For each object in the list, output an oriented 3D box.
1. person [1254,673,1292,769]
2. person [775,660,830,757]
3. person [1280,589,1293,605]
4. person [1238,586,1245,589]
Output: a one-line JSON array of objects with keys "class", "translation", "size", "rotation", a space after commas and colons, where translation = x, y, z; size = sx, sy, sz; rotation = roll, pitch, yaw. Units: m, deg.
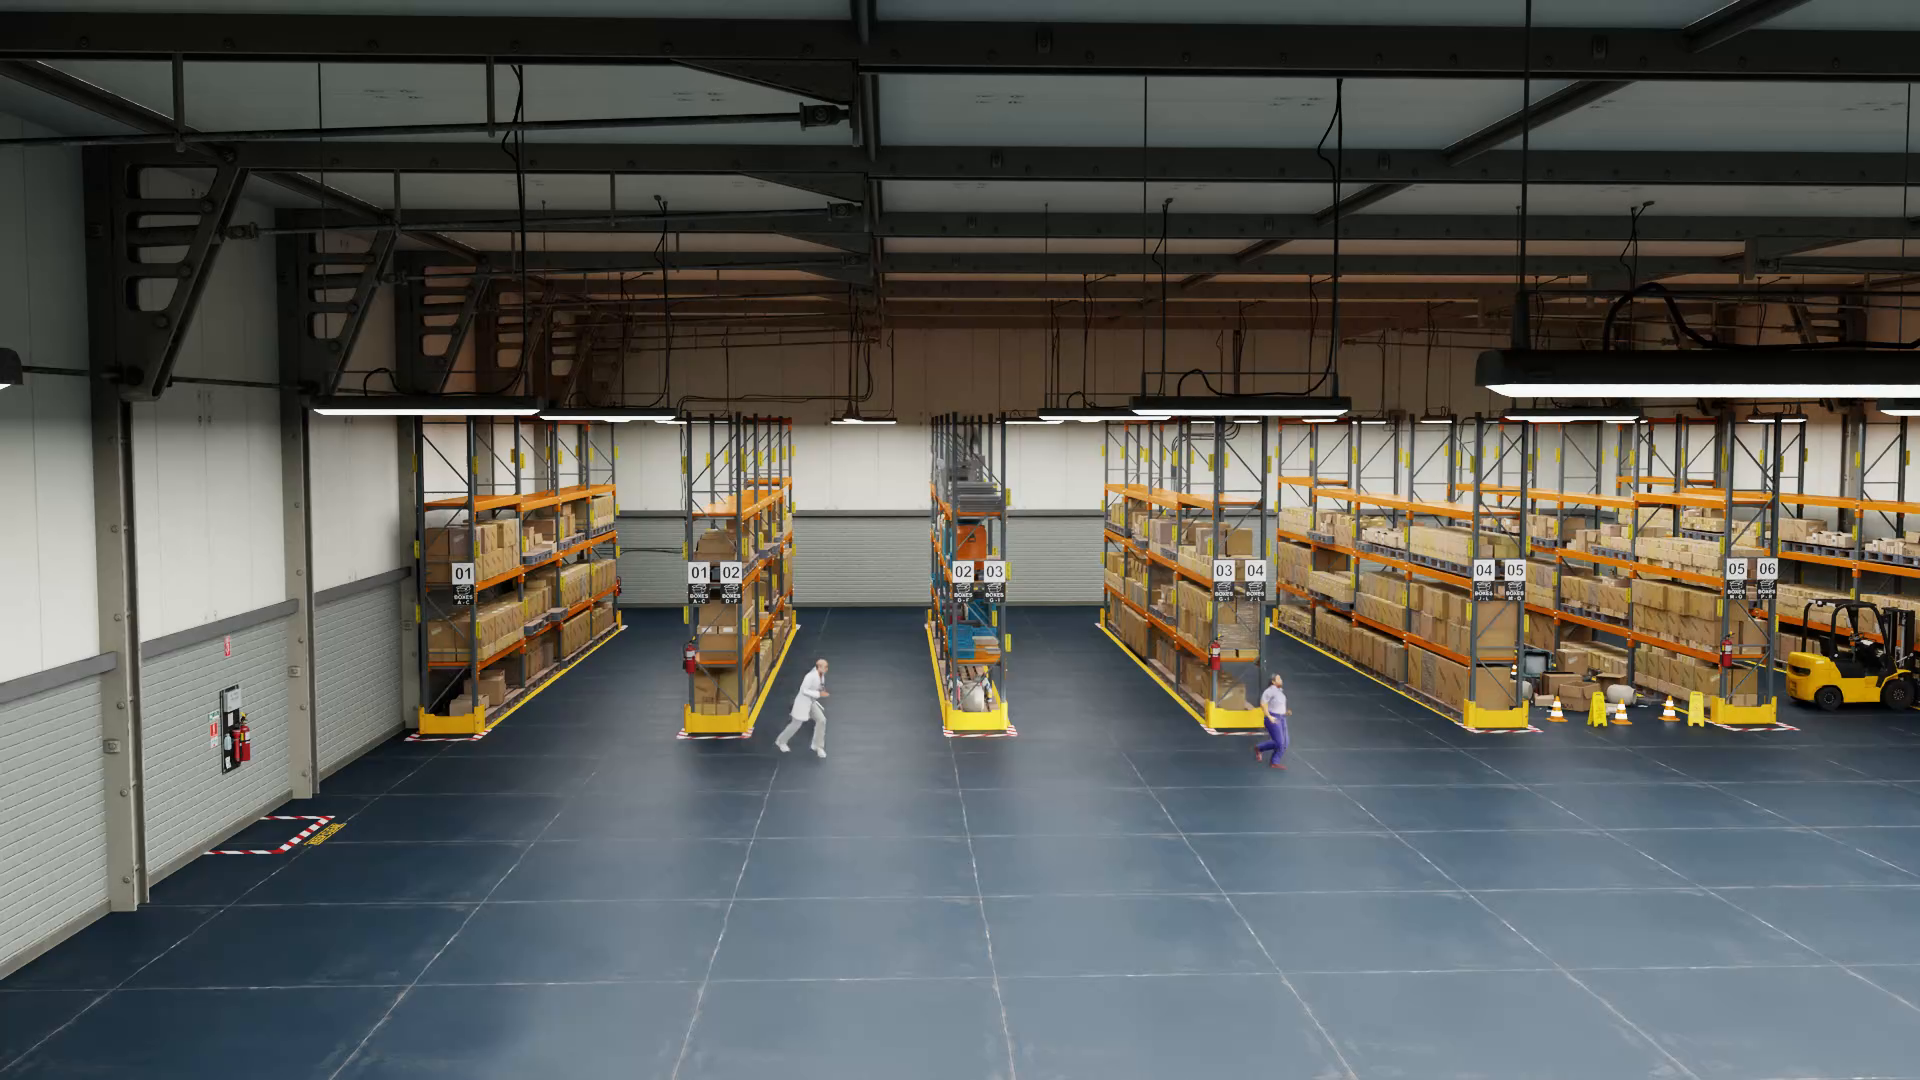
[{"class": "person", "translation": [5.249, 3.035, 27.864], "size": [0.577, 1.609, 0.608], "rotation": [3, 5, 33]}, {"class": "person", "translation": [-2.737, 2.931, 29.013], "size": [1.073, 1.743, 0.751], "rotation": [1, 4, 20]}, {"class": "person", "translation": [9.653, 1.558, 49.117], "size": [0.623, 1.652, 0.789], "rotation": [1, 4, 9]}, {"class": "person", "translation": [7.894, 1.758, 45.886], "size": [0.687, 1.674, 0.742], "rotation": [1, 4, 7]}]
